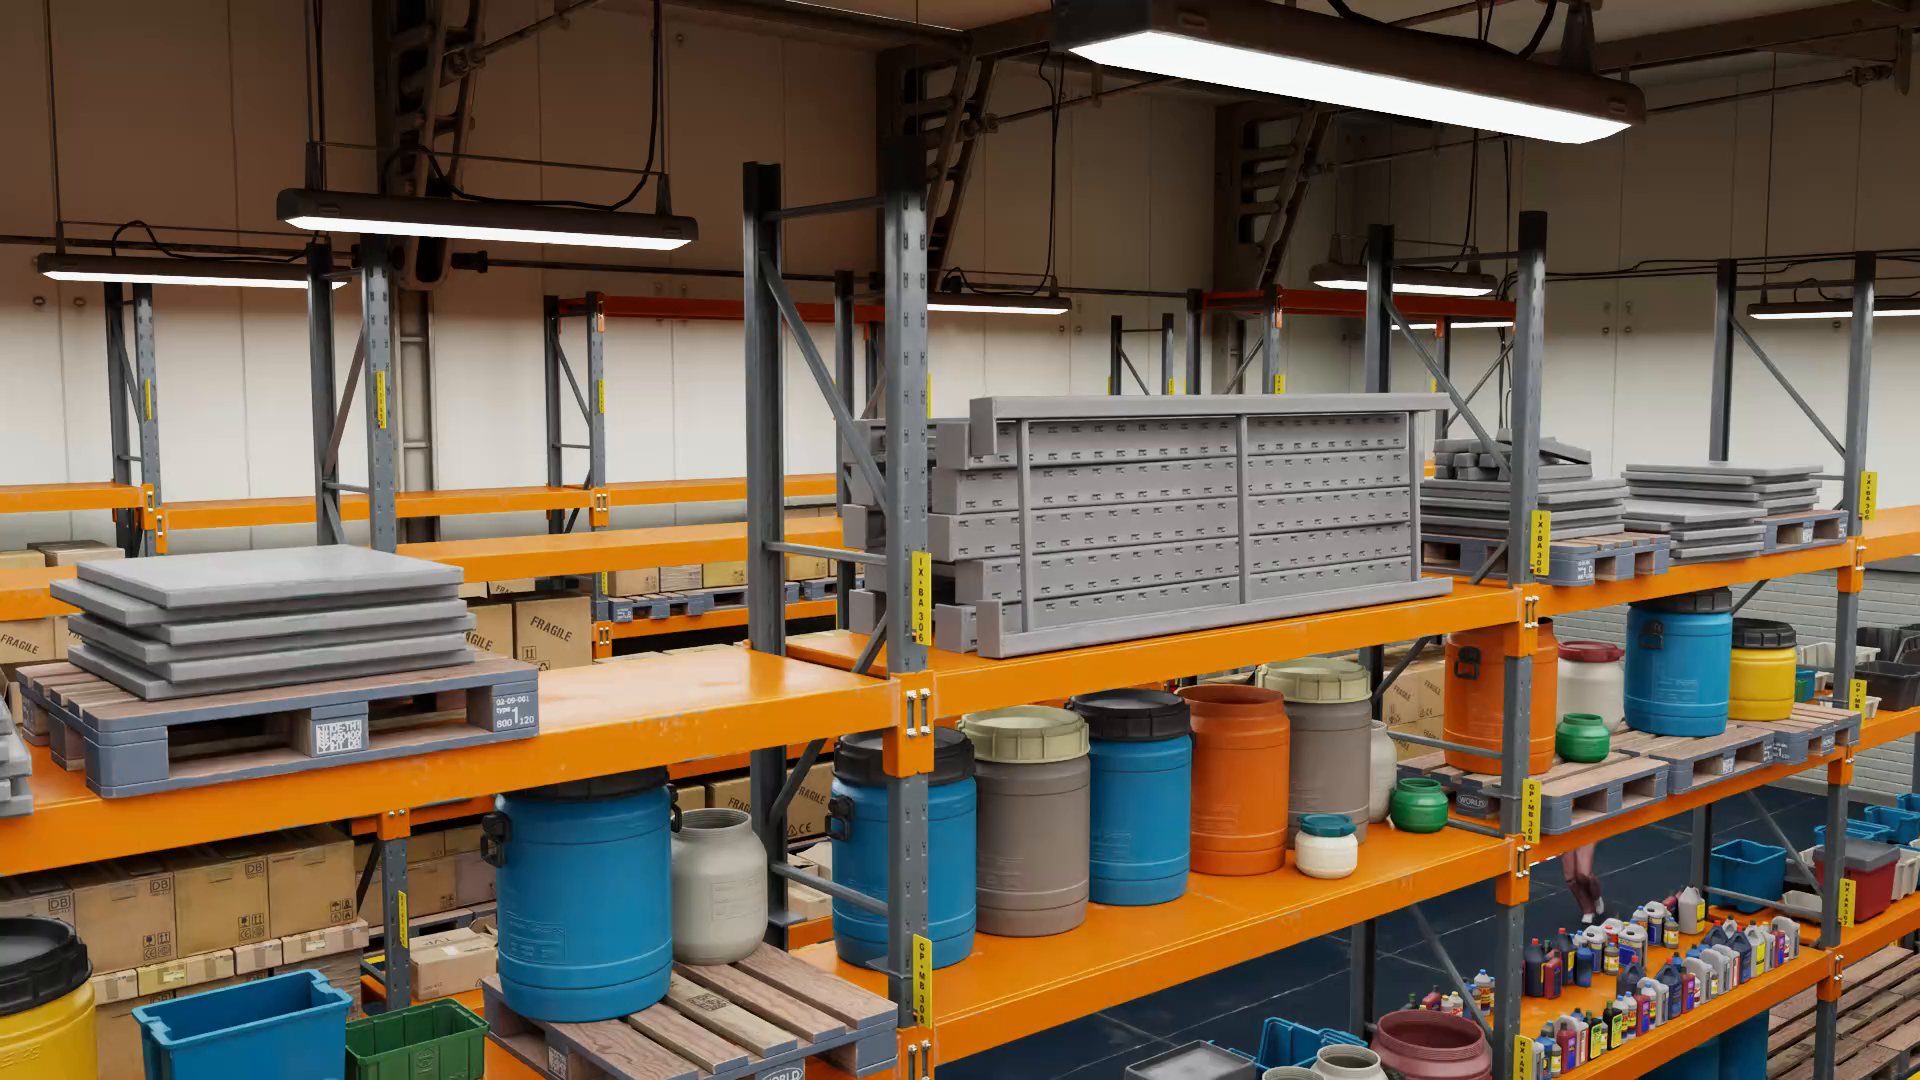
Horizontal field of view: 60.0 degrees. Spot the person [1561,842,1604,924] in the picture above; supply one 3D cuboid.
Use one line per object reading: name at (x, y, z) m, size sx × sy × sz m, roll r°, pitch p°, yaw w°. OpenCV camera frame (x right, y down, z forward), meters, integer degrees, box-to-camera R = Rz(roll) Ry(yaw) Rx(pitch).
person at (5.872, 2.840, 15.865) m, size 0.604 × 1.608 × 0.513 m, roll 5°, pitch 7°, yaw 42°
